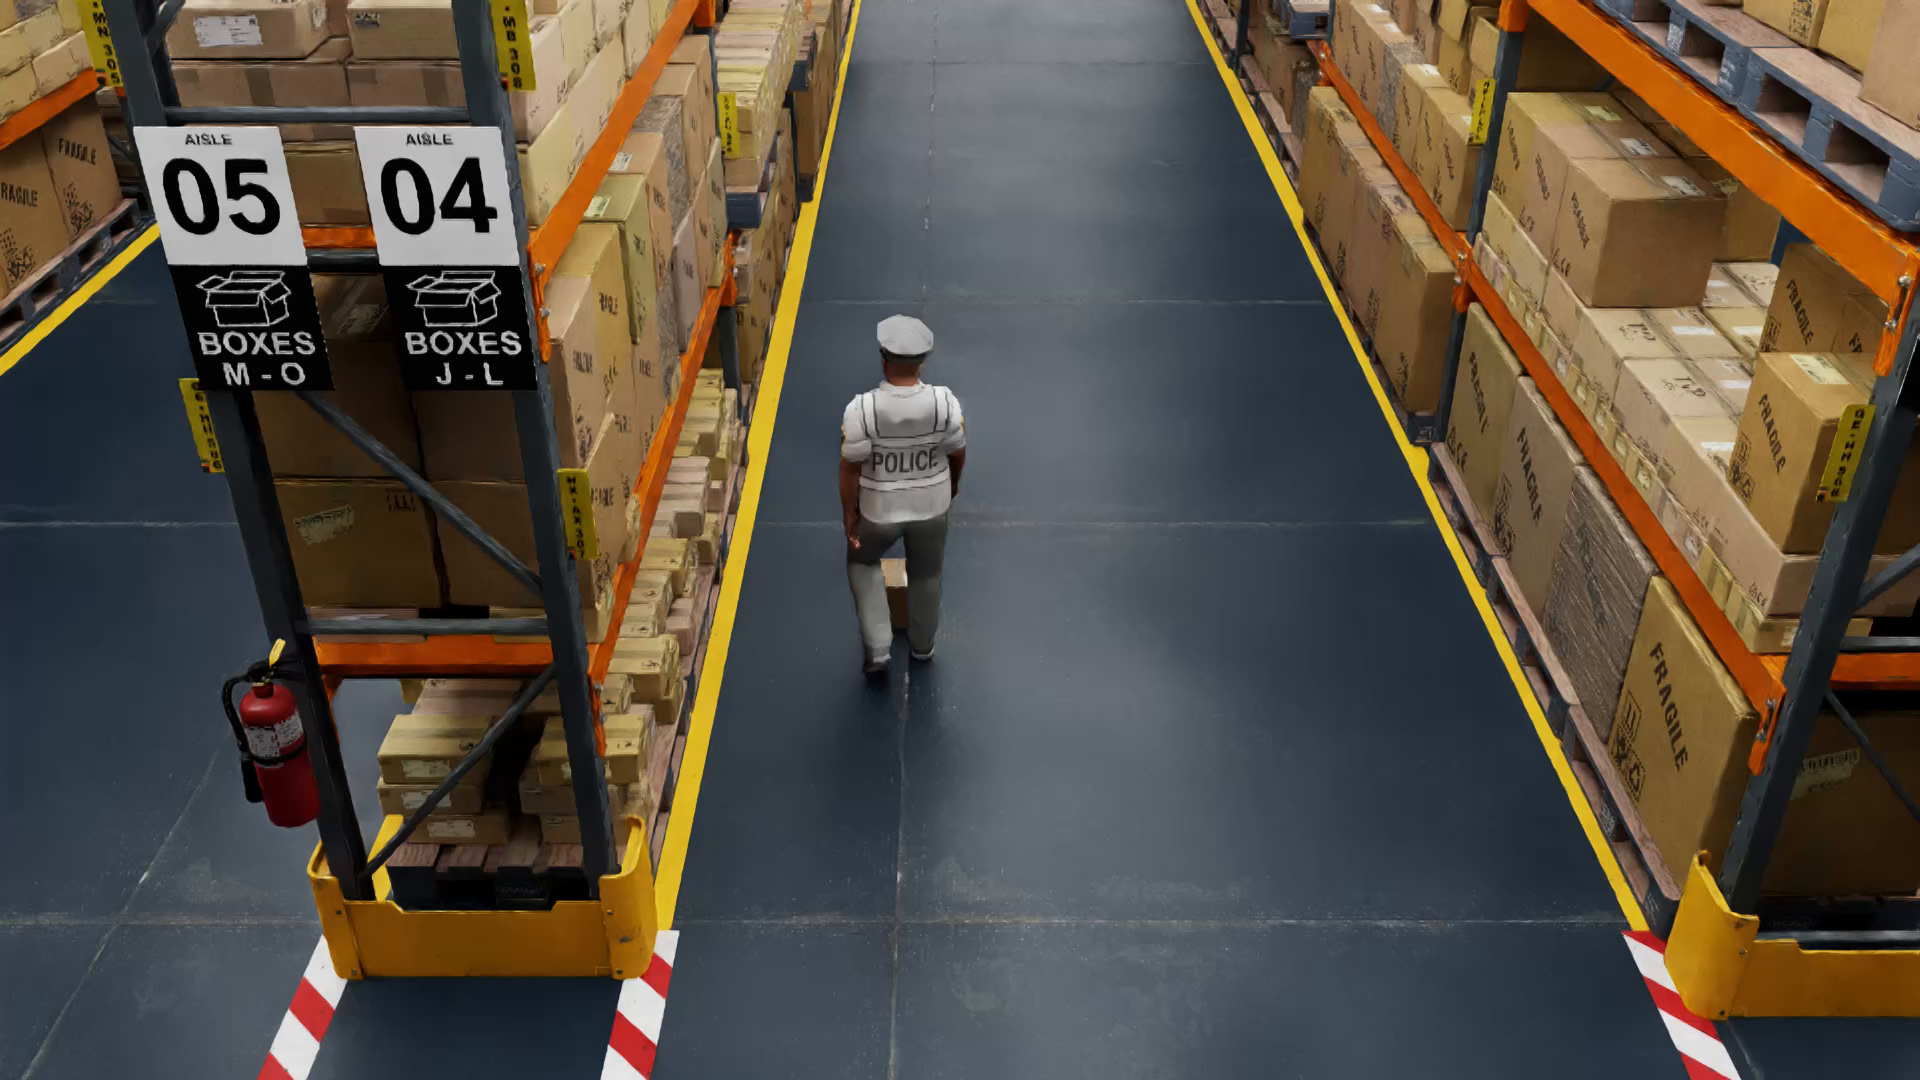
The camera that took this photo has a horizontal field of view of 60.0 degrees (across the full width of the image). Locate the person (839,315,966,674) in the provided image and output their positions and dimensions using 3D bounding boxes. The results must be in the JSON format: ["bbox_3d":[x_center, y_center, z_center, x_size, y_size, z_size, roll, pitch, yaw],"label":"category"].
[{"bbox_3d":[-0.265,-0.181,7.411,0.568,1.791,0.556,-5,32,-8],"label":"person"}]
